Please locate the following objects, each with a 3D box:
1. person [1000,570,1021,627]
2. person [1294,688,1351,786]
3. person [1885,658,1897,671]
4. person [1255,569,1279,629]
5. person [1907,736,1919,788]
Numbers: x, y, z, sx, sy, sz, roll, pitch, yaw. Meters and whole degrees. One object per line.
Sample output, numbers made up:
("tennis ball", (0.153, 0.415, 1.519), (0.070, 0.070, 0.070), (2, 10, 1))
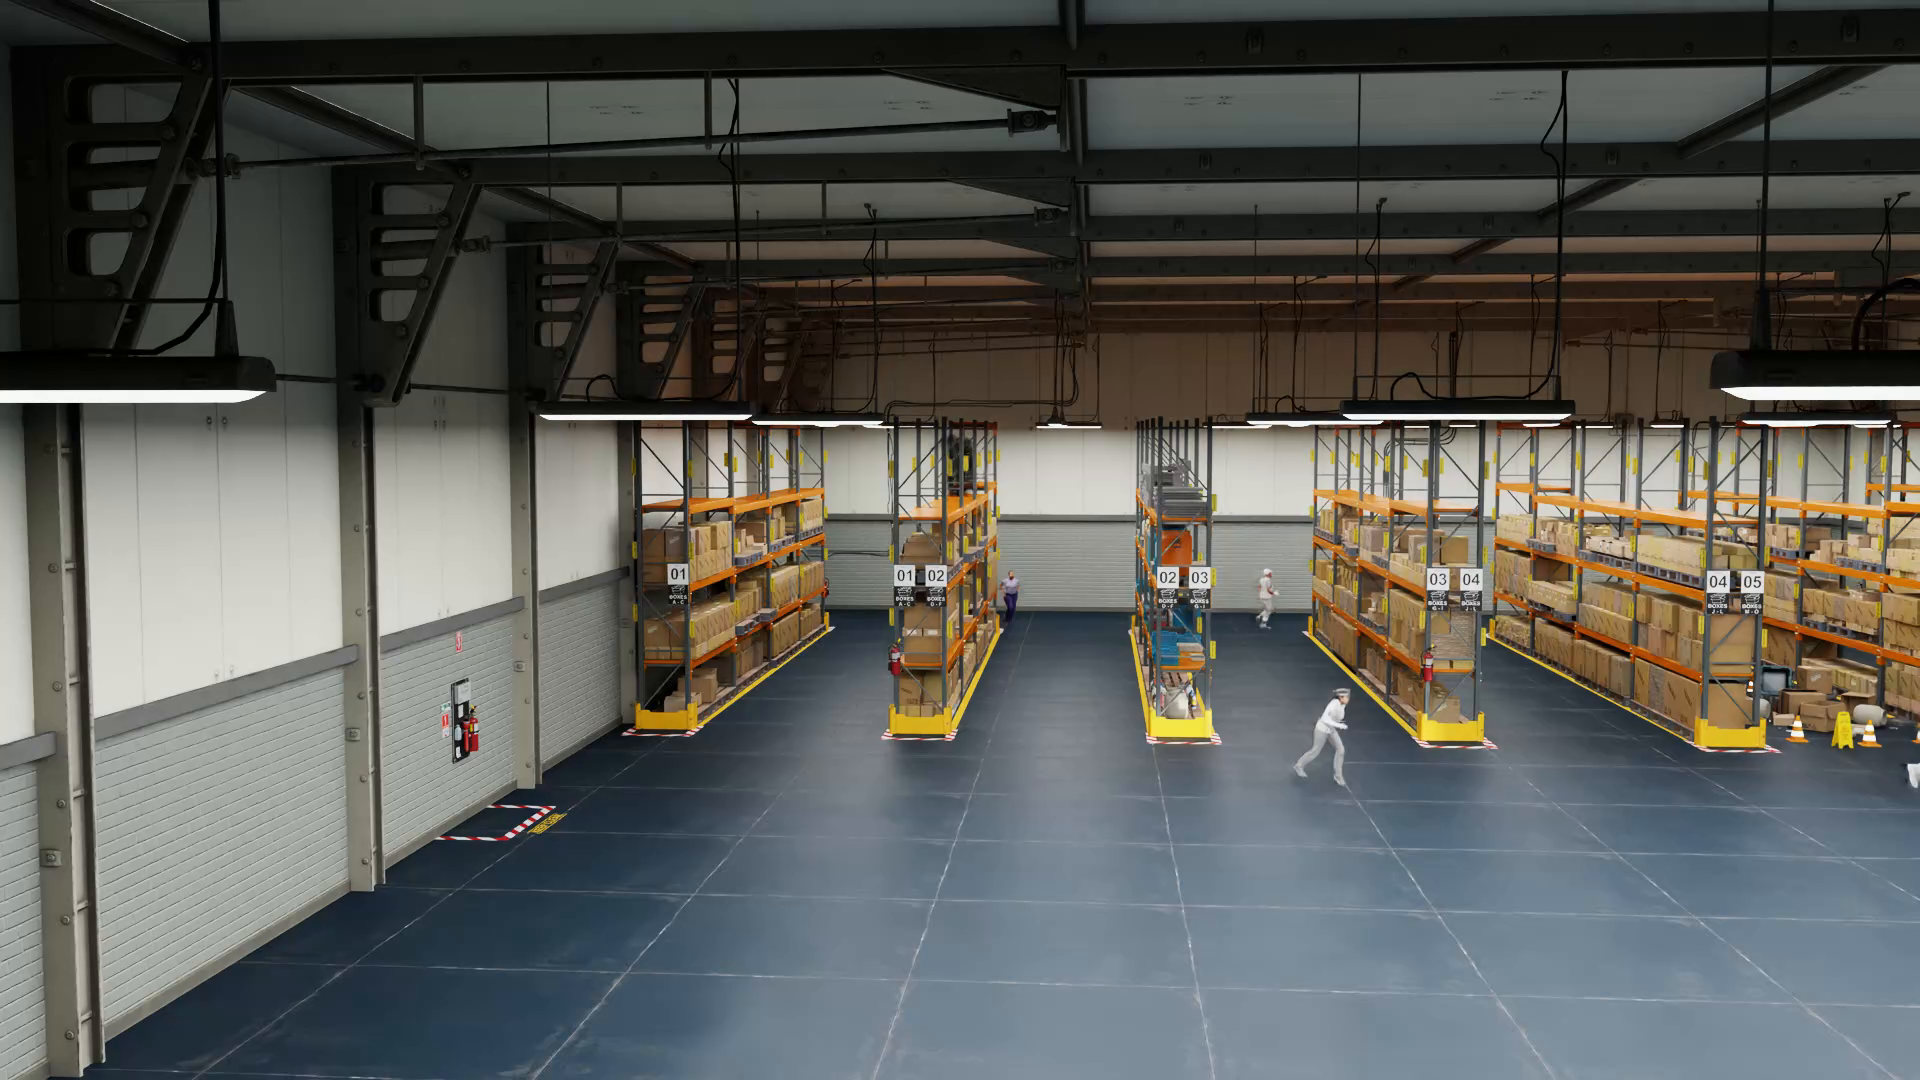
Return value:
("person", (1.512, 1.730, 48.938), (0.576, 1.672, 0.680), (-1, 4, -19))
("person", (5.915, 3.188, 27.117), (0.963, 1.624, 0.658), (3, 5, 36))
("person", (21.363, 2.435, 38.116), (0.575, 1.670, 0.795), (0, 4, -4))
("person", (8.908, 1.707, 48.177), (0.618, 1.750, 0.640), (-1, 4, -8))
("person", (15.150, 3.205, 25.768), (0.793, 1.711, 0.701), (3, 5, 43))
